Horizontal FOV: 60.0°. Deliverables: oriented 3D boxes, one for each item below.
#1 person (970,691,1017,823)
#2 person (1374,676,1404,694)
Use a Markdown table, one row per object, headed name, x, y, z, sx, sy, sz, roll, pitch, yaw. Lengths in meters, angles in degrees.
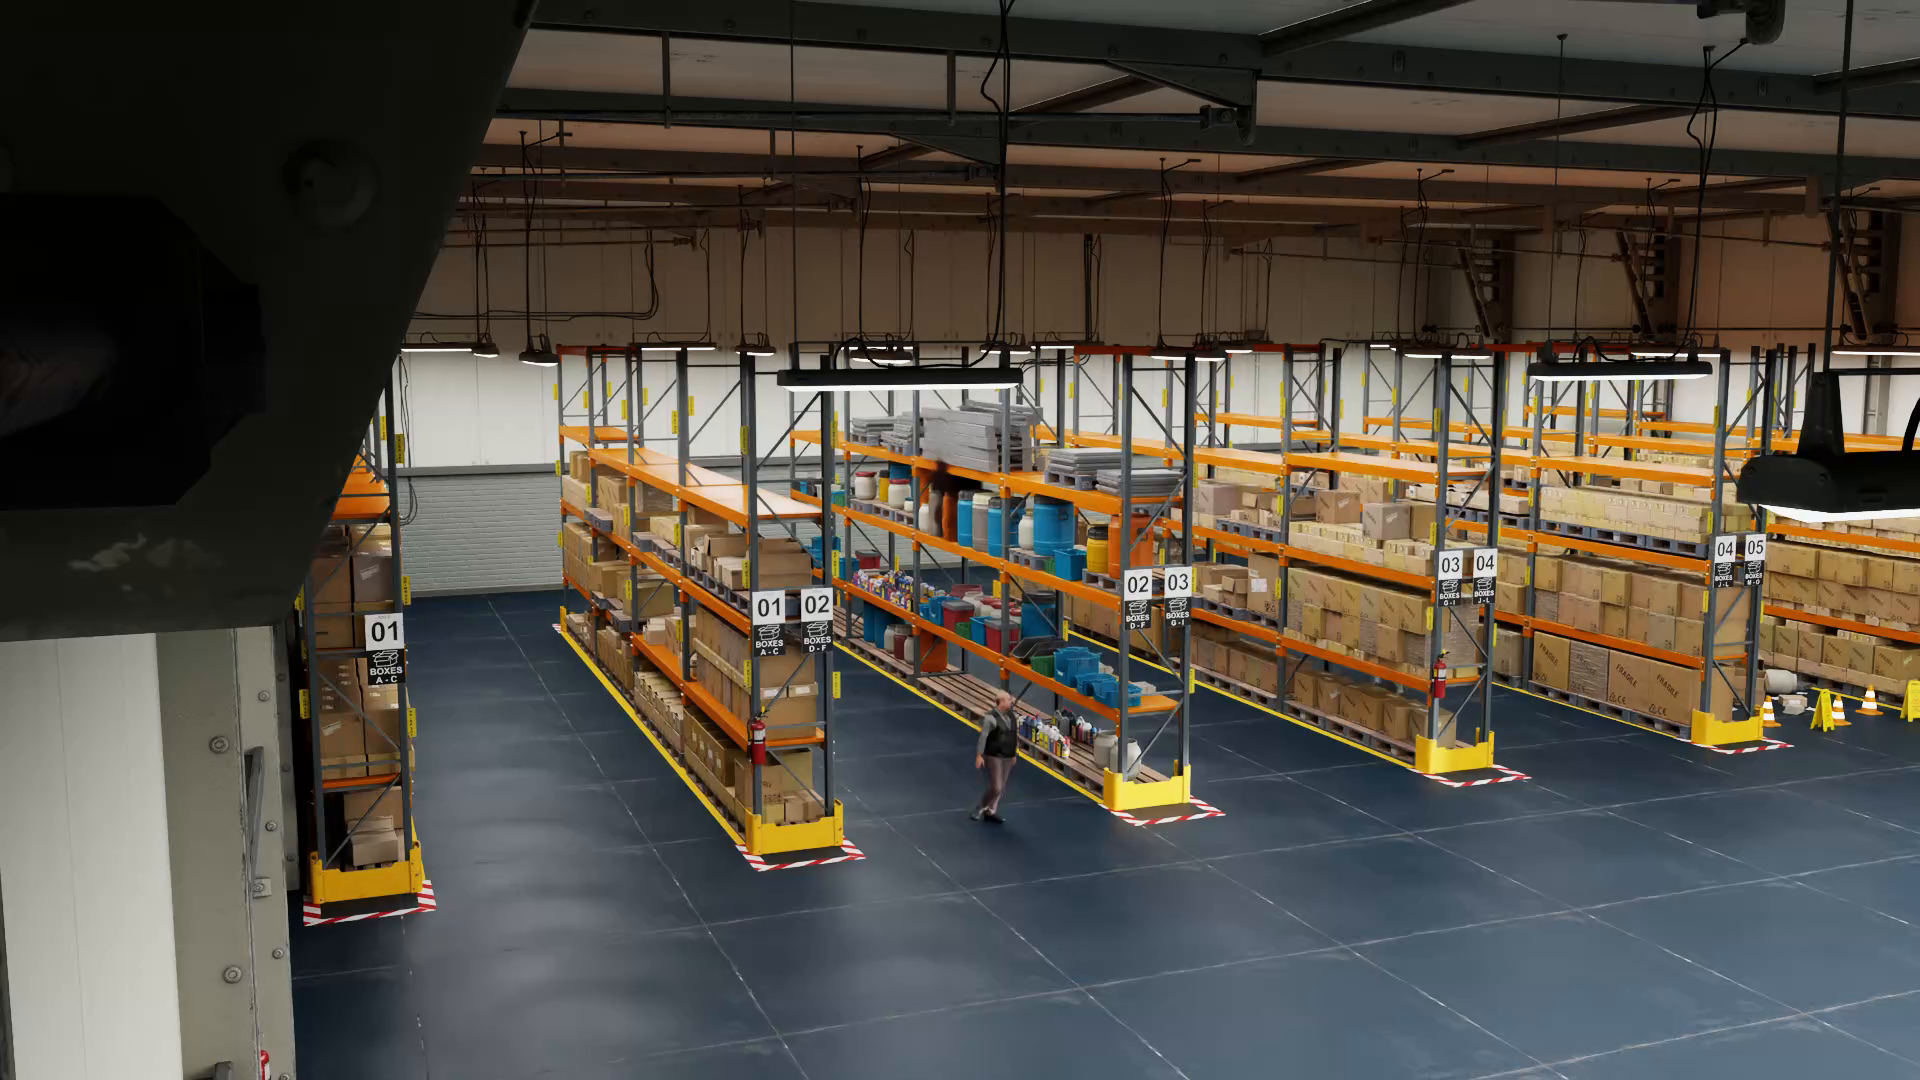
| name | x | y | z | sx | sy | sz | roll | pitch | yaw |
| --- | --- | --- | --- | --- | --- | --- | --- | --- | --- |
| person | 0.458 | 2.784 | 21.266 | 0.454 | 1.713 | 0.676 | 7 | 10 | 44 |
| person | 7.636 | 1.827 | 29.082 | 0.813 | 1.706 | 0.689 | 0 | 7 | 2 |
